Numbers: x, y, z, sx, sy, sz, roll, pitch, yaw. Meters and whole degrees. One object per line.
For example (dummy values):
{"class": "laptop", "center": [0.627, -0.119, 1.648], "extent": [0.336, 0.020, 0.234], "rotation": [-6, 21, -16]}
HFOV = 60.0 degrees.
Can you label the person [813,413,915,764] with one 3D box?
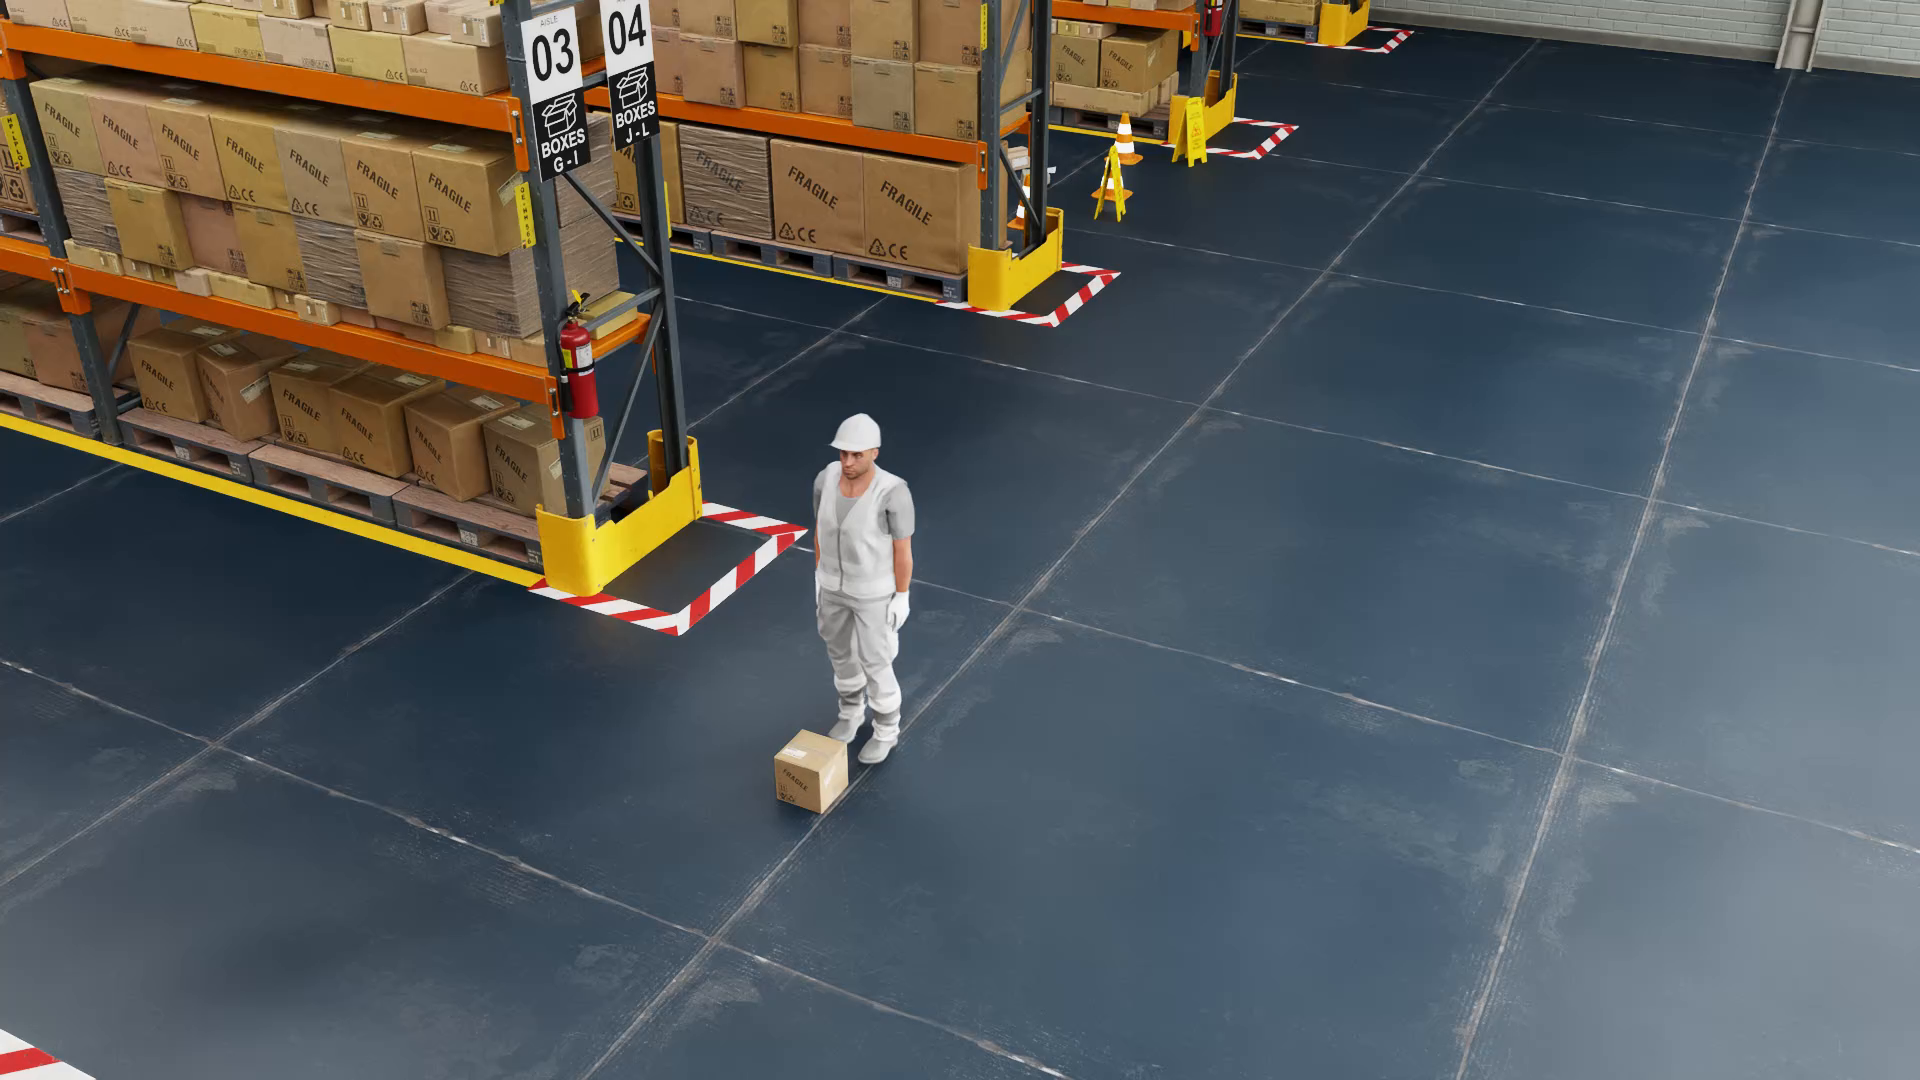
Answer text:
{"class": "person", "center": [-0.484, 0.241, 7.855], "extent": [0.522, 1.790, 0.387], "rotation": [15, 33, 25]}
